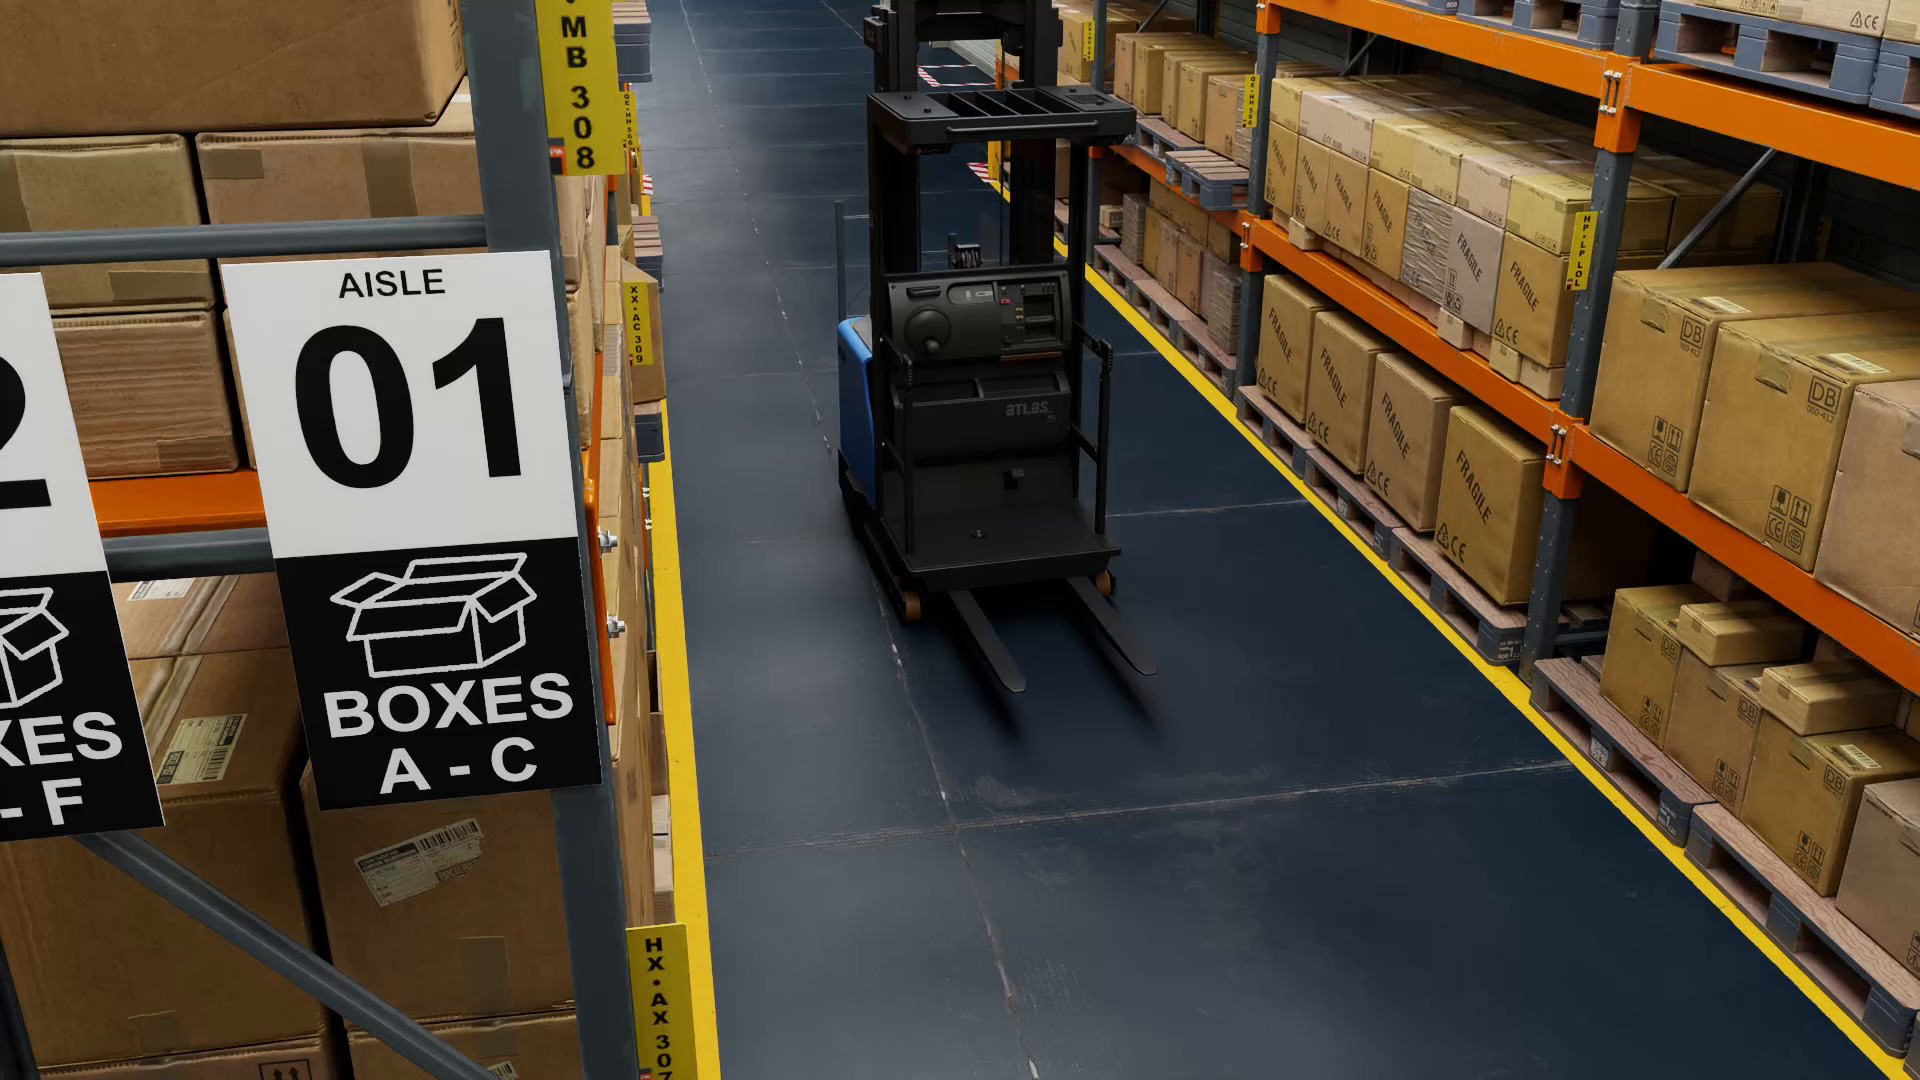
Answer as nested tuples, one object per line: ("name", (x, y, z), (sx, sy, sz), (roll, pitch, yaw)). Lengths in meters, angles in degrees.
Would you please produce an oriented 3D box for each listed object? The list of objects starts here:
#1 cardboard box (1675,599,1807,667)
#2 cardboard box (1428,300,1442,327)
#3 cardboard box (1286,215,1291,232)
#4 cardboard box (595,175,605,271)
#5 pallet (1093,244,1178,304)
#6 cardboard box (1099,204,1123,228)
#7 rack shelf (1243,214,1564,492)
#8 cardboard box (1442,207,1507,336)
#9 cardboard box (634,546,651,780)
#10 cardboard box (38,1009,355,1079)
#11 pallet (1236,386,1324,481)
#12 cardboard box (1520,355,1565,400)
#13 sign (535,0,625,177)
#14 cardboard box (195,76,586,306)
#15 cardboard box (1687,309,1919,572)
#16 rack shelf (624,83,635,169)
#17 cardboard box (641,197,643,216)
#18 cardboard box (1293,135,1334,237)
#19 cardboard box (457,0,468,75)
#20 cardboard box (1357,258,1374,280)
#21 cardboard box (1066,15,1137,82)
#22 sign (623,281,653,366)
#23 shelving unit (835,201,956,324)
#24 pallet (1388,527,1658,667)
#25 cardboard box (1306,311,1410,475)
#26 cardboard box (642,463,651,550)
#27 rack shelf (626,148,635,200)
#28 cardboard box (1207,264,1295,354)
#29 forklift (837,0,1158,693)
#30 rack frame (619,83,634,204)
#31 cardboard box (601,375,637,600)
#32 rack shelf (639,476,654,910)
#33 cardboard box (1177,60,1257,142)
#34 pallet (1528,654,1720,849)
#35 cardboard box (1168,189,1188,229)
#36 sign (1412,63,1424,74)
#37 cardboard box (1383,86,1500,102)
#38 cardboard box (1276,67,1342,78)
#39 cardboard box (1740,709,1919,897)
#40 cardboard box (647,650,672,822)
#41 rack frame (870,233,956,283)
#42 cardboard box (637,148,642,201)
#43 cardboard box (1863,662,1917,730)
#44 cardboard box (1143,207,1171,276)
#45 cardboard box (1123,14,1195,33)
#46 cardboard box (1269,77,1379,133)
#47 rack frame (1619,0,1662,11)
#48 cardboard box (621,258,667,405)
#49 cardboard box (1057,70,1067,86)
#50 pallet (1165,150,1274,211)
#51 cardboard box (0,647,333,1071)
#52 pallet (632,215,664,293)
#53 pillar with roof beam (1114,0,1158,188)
("cardboard box", (3.033, 0.359, 6.468), (0.380, 0.149, 0.250), (-4, 24, -8))
("cardboard box", (2.611, -1.156, 8.438), (0.380, 0.149, 0.250), (-4, 24, -10))
("cardboard box", (2.243, -1.968, 10.296), (0.380, 0.149, 0.250), (-4, 24, -9))
("cardboard box", (-1.035, -0.726, 3.604), (0.500, 0.250, 0.500), (-4, 24, -10))
("pallet", (1.778, -2.309, 14.274), (1.003, 0.211, 1.213), (-4, 24, -10))
("cardboard box", (1.504, -3.005, 15.372), (0.380, 0.166, 0.250), (-8, 25, -17))
("rack shelf", (2.742, -1.204, 9.157), (1.077, 0.370, 4.000), (-4, 24, -10))
("cardboard box", (2.675, -1.301, 7.959), (0.500, 0.500, 0.500), (-4, 24, -9))
("cardboard box", (-1.120, 0.358, 4.558), (0.500, 0.500, 0.500), (-4, 24, -9))
("cardboard box", (-1.366, 0.993, 3.104), (0.500, 0.500, 0.500), (-4, 24, -8))
("pallet", (2.444, -0.726, 10.649), (1.003, 0.211, 1.213), (-4, 24, -10))
("cardboard box", (2.771, -0.753, 7.514), (0.380, 0.149, 0.250), (-4, 24, -9))
("sign", (-0.483, -0.621, 2.083), (0.100, 0.325, 0.005), (-4, 24, -10))
("cardboard box", (-0.855, -0.561, 2.603), (0.500, 0.250, 0.500), (-4, 24, -10))
("cardboard box", (3.326, -0.382, 6.002), (0.980, 0.700, 0.700), (-5, 24, -11))
("rack shelf", (-3.605, -3.982, 15.519), (1.077, 0.370, 4.000), (-4, 24, -10))
("cardboard box", (-3.198, -3.057, 15.411), (0.500, 0.250, 0.500), (-4, 24, -10))
("cardboard box", (2.298, -2.095, 9.777), (0.500, 0.500, 0.500), (-4, 24, -8))
("cardboard box", (-1.136, -1.088, 2.871), (0.700, 0.500, 0.500), (-4, 24, -10))
("cardboard box", (2.471, -1.563, 9.371), (0.380, 0.149, 0.250), (-4, 24, -9))
("cardboard box", (1.241, -4.340, 14.666), (0.500, 0.500, 0.500), (-4, 24, -10))
("sign", (-1.224, -0.818, 6.295), (0.100, 0.325, 0.005), (-4, 24, -10))
("shelving unit", (-0.398, -1.240, 10.215), (0.538, 1.500, 1.048), (-6, 24, -14))
("pallet", (2.895, 0.233, 8.452), (1.003, 0.211, 1.213), (-4, 24, -10))
("cardboard box", (2.535, -0.883, 9.686), (0.750, 0.750, 0.750), (-4, 24, -10))
("cardboard box", (-1.893, -0.248, 8.643), (0.500, 0.500, 0.500), (-5, 24, -12))
("rack shelf", (-2.865, -2.409, 11.917), (1.077, 0.370, 4.000), (-4, 24, -10))
("cardboard box", (2.188, -1.655, 11.866), (0.700, 0.500, 0.500), (-4, 24, -9))
("forklift", (0.161, -1.101, 8.110), (1.130, 2.935, 3.031), (-6, 24, -14))
("rack frame", (-3.235, -3.525, 13.574), (1.000, 3.000, 0.127), (-4, 24, -10))
("cardboard box", (-1.126, -0.105, 4.369), (0.500, 0.500, 0.500), (-5, 24, -10))
("rack shelf", (-1.386, 0.738, 4.712), (1.077, 0.370, 4.000), (-4, 24, -10))
("cardboard box", (2.023, -3.240, 12.246), (0.700, 0.500, 0.500), (-4, 24, -10))
("pallet", (3.176, 0.836, 7.072), (1.003, 0.211, 1.213), (-4, 24, -10))
("cardboard box", (1.970, -2.627, 13.155), (0.500, 0.250, 0.500), (-5, 24, -11))
("sign", (2.917, -2.893, 10.679), (0.100, 0.325, 0.005), (-4, 24, -10))
("cardboard box", (2.803, -2.492, 9.749), (0.500, 0.250, 0.500), (-5, 24, -11))
("cardboard box", (2.279, -2.998, 10.882), (0.380, 0.149, 0.250), (-8, 25, -17))
("cardboard box", (3.332, 0.908, 6.021), (0.700, 0.500, 0.500), (-4, 24, -9))
("cardboard box", (-1.372, 0.769, 6.316), (0.500, 0.500, 0.500), (-4, 24, -10))
("rack frame", (-0.267, -1.043, 9.764), (0.500, 1.500, 0.032), (-6, 24, -14))
("cardboard box", (-3.198, -3.400, 15.261), (0.500, 0.500, 0.500), (-4, 24, -10))
("cardboard box", (3.512, 0.549, 6.032), (0.380, 0.149, 0.250), (-4, 24, -9))
("cardboard box", (1.930, -2.462, 13.712), (0.700, 0.500, 0.500), (-5, 24, -11))
("cardboard box", (1.751, -4.378, 14.751), (0.500, 0.500, 0.500), (-5, 24, -11))
("cardboard box", (2.208, -2.646, 10.102), (0.500, 0.250, 0.500), (-4, 24, -8))
("rack frame", (3.112, -3.496, 6.011), (1.000, 3.000, 0.127), (-4, 24, -10))
("cardboard box", (-1.624, -0.820, 6.729), (0.700, 0.500, 0.500), (-13, 27, -27))
("cardboard box", (1.163, -4.194, 15.268), (0.500, 0.250, 0.500), (-4, 24, -10))
("pallet", (2.136, -2.504, 11.476), (1.213, 0.211, 1.003), (-4, 24, -10))
("cardboard box", (-1.369, 0.536, 2.901), (0.500, 0.500, 0.500), (-5, 24, -10))
("pallet", (-2.301, -1.603, 9.411), (1.213, 0.211, 1.003), (-4, 24, -10))
("pillar with roof beam", (-2.358, -7.686, 15.605), (9.100, 9.000, 0.400), (-4, 24, -10))
